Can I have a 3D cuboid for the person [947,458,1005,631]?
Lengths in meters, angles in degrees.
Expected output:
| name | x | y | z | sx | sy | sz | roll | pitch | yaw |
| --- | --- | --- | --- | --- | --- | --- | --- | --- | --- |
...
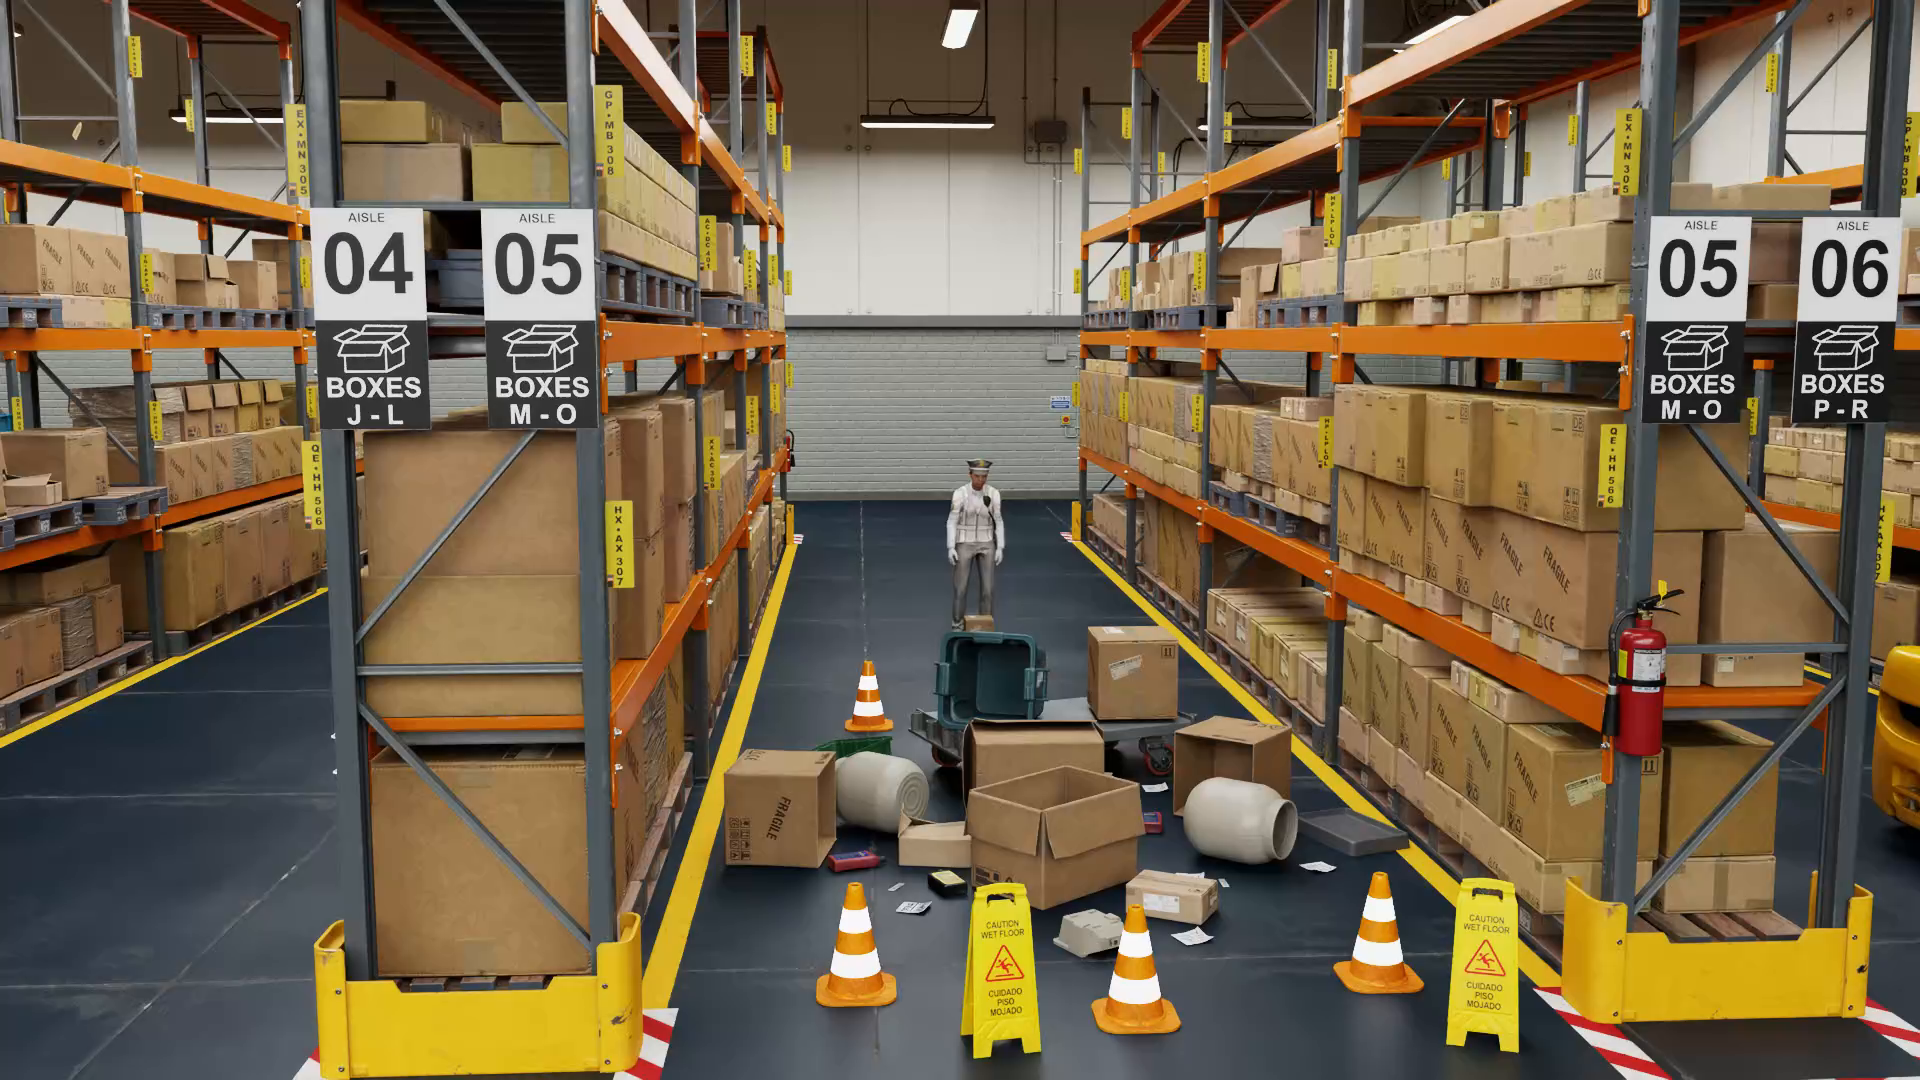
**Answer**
| name | x | y | z | sx | sy | sz | roll | pitch | yaw |
| --- | --- | --- | --- | --- | --- | --- | --- | --- | --- |
| person | 0.144 | 0.089 | 15.015 | 0.530 | 1.662 | 0.376 | -1 | 7 | -6 |
